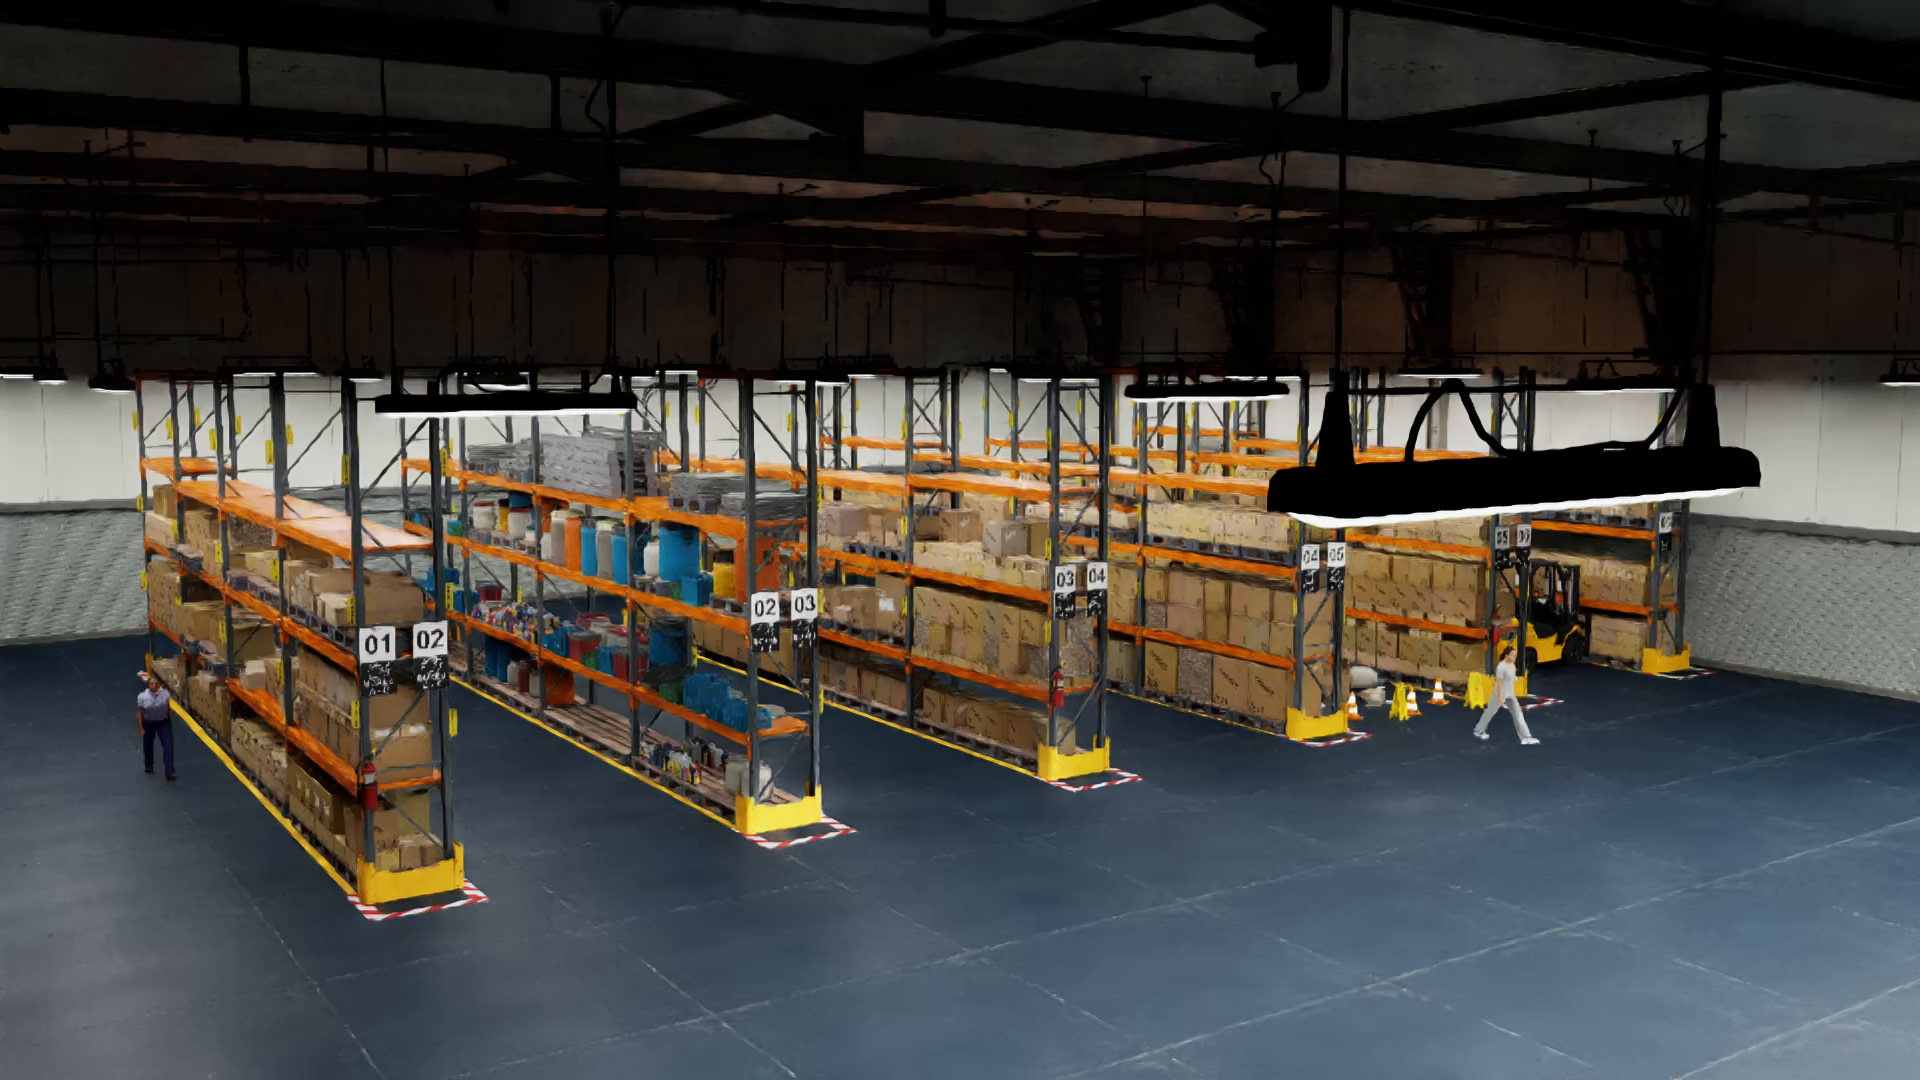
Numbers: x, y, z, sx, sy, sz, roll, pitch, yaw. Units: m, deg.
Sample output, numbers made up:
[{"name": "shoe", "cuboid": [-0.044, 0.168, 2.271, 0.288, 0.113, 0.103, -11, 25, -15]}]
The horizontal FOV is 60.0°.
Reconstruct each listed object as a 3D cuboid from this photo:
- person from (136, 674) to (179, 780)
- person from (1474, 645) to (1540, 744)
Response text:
[{"name": "person", "cuboid": [-11.966, 2.755, 24.712, 0.479, 1.567, 1.090, -4, 8, -31]}, {"name": "person", "cuboid": [8.832, 2.494, 26.912, 0.449, 1.568, 1.099, -5, 8, -36]}]
